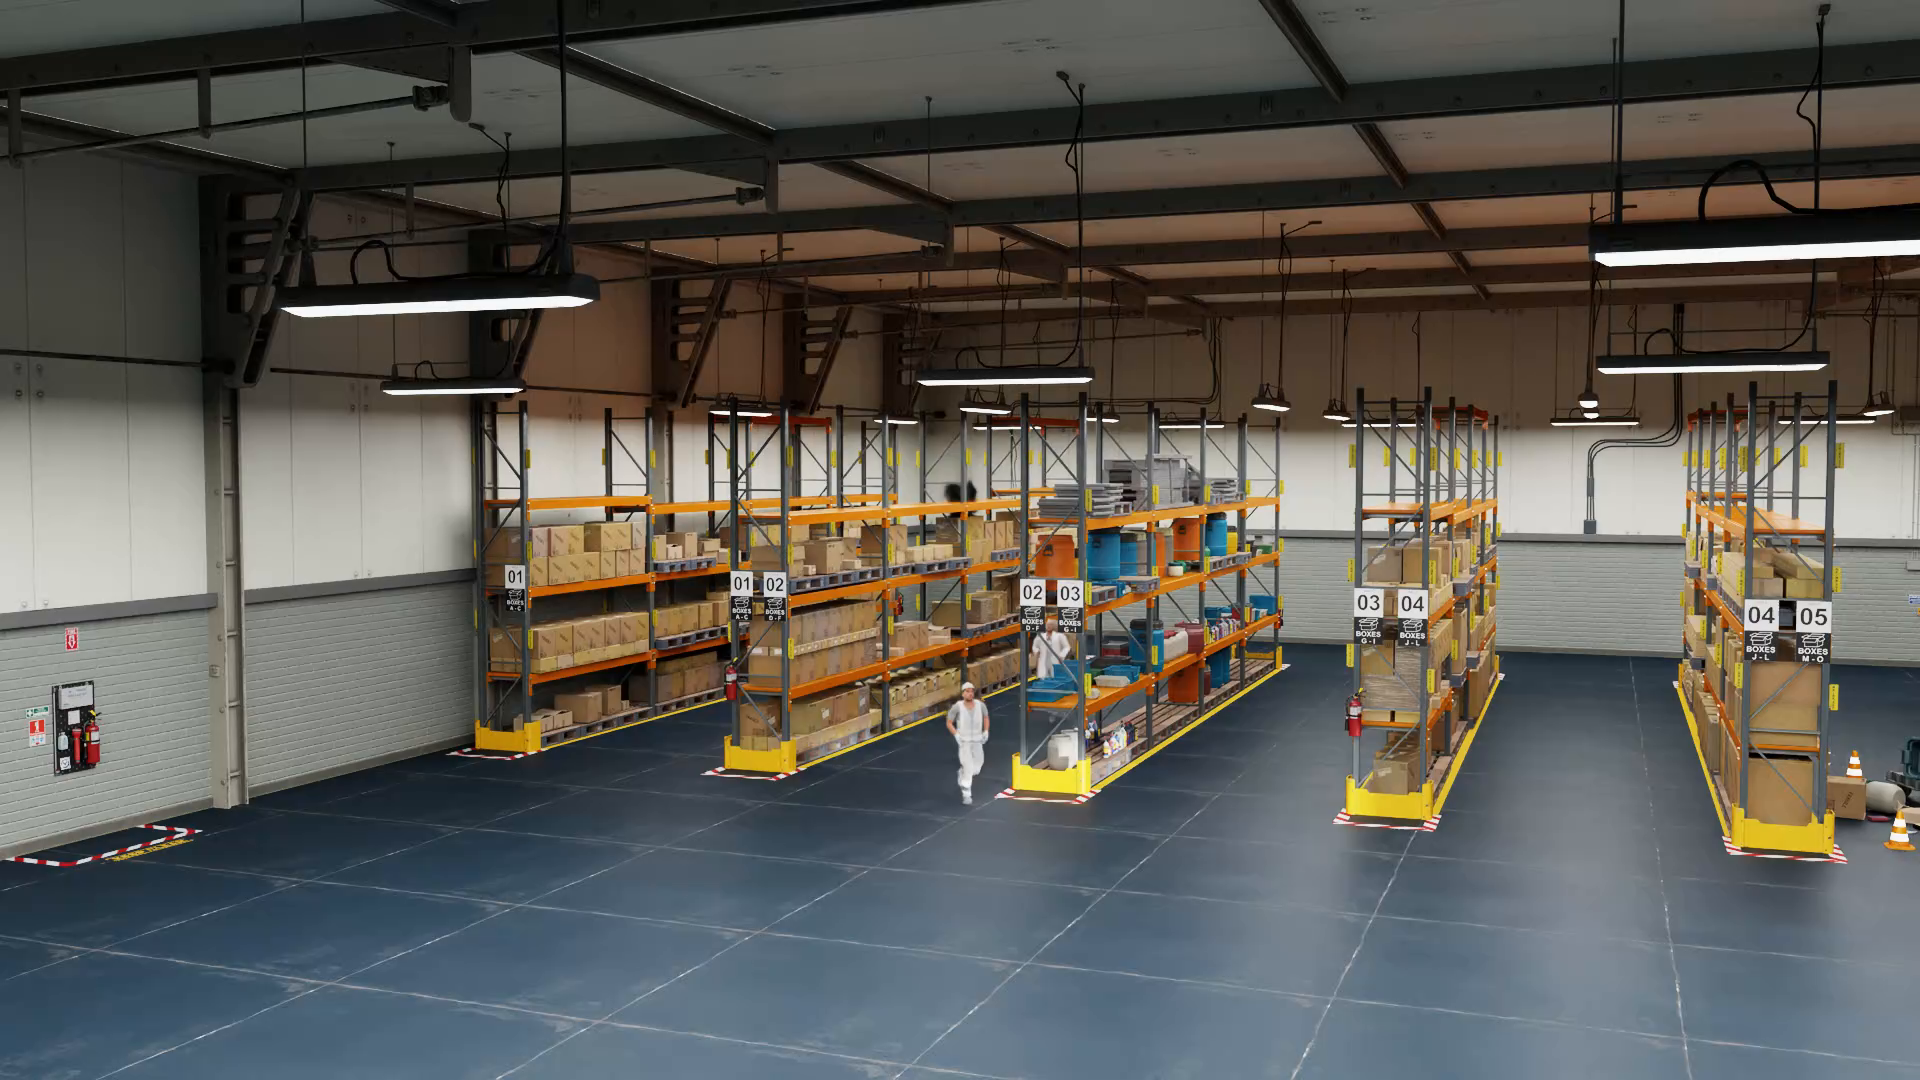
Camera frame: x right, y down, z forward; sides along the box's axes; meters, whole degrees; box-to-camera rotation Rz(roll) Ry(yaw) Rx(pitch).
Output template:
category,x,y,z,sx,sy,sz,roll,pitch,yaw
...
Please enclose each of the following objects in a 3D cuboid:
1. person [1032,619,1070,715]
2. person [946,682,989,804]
category,x,y,z,sx,sy,sz,roll,pitch,yaw
person,1.666,2.419,31.008,0.698,1.711,0.633,1,3,12
person,0.111,2.950,24.364,0.664,1.765,0.676,-1,3,-18
